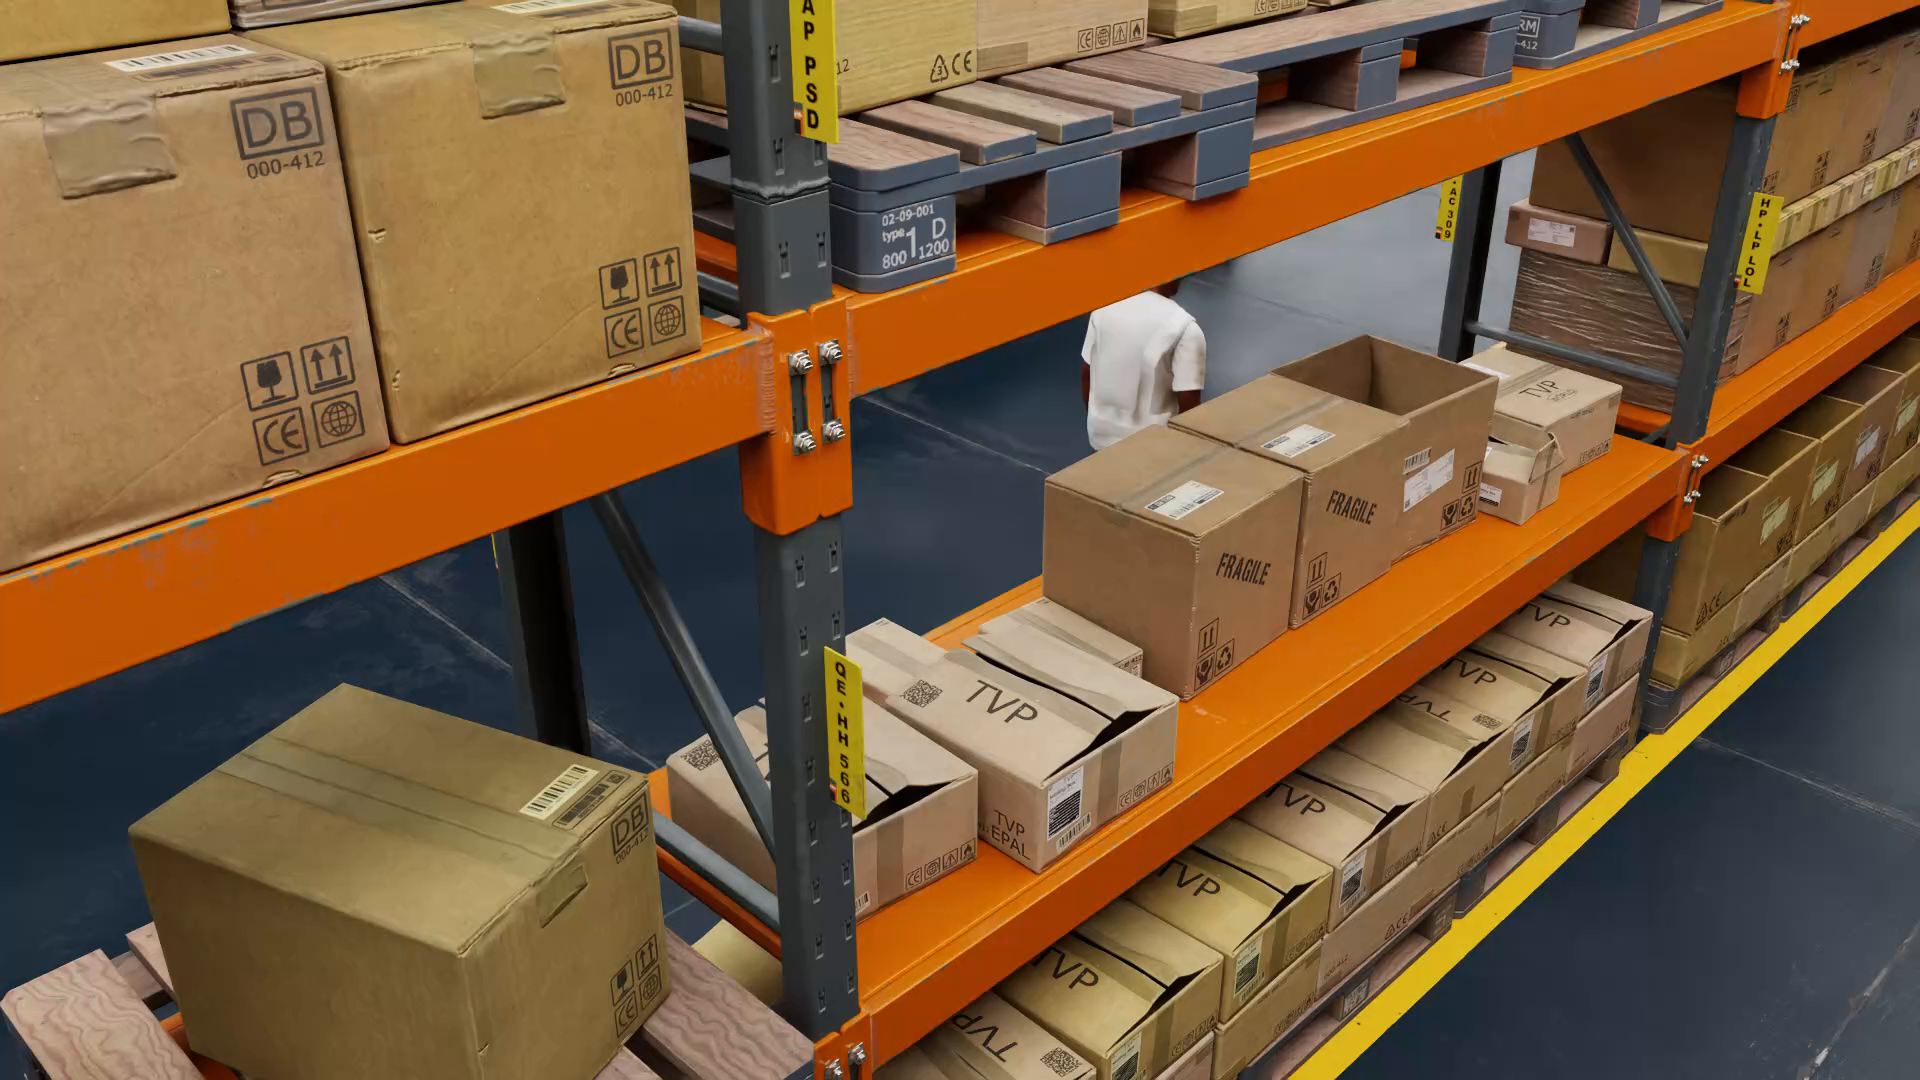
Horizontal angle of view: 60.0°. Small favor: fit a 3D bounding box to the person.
[{"bbox_3d":[0.777,-0.428,6.919,0.625,1.760,0.461,24,36,38],"label":"person"}]
